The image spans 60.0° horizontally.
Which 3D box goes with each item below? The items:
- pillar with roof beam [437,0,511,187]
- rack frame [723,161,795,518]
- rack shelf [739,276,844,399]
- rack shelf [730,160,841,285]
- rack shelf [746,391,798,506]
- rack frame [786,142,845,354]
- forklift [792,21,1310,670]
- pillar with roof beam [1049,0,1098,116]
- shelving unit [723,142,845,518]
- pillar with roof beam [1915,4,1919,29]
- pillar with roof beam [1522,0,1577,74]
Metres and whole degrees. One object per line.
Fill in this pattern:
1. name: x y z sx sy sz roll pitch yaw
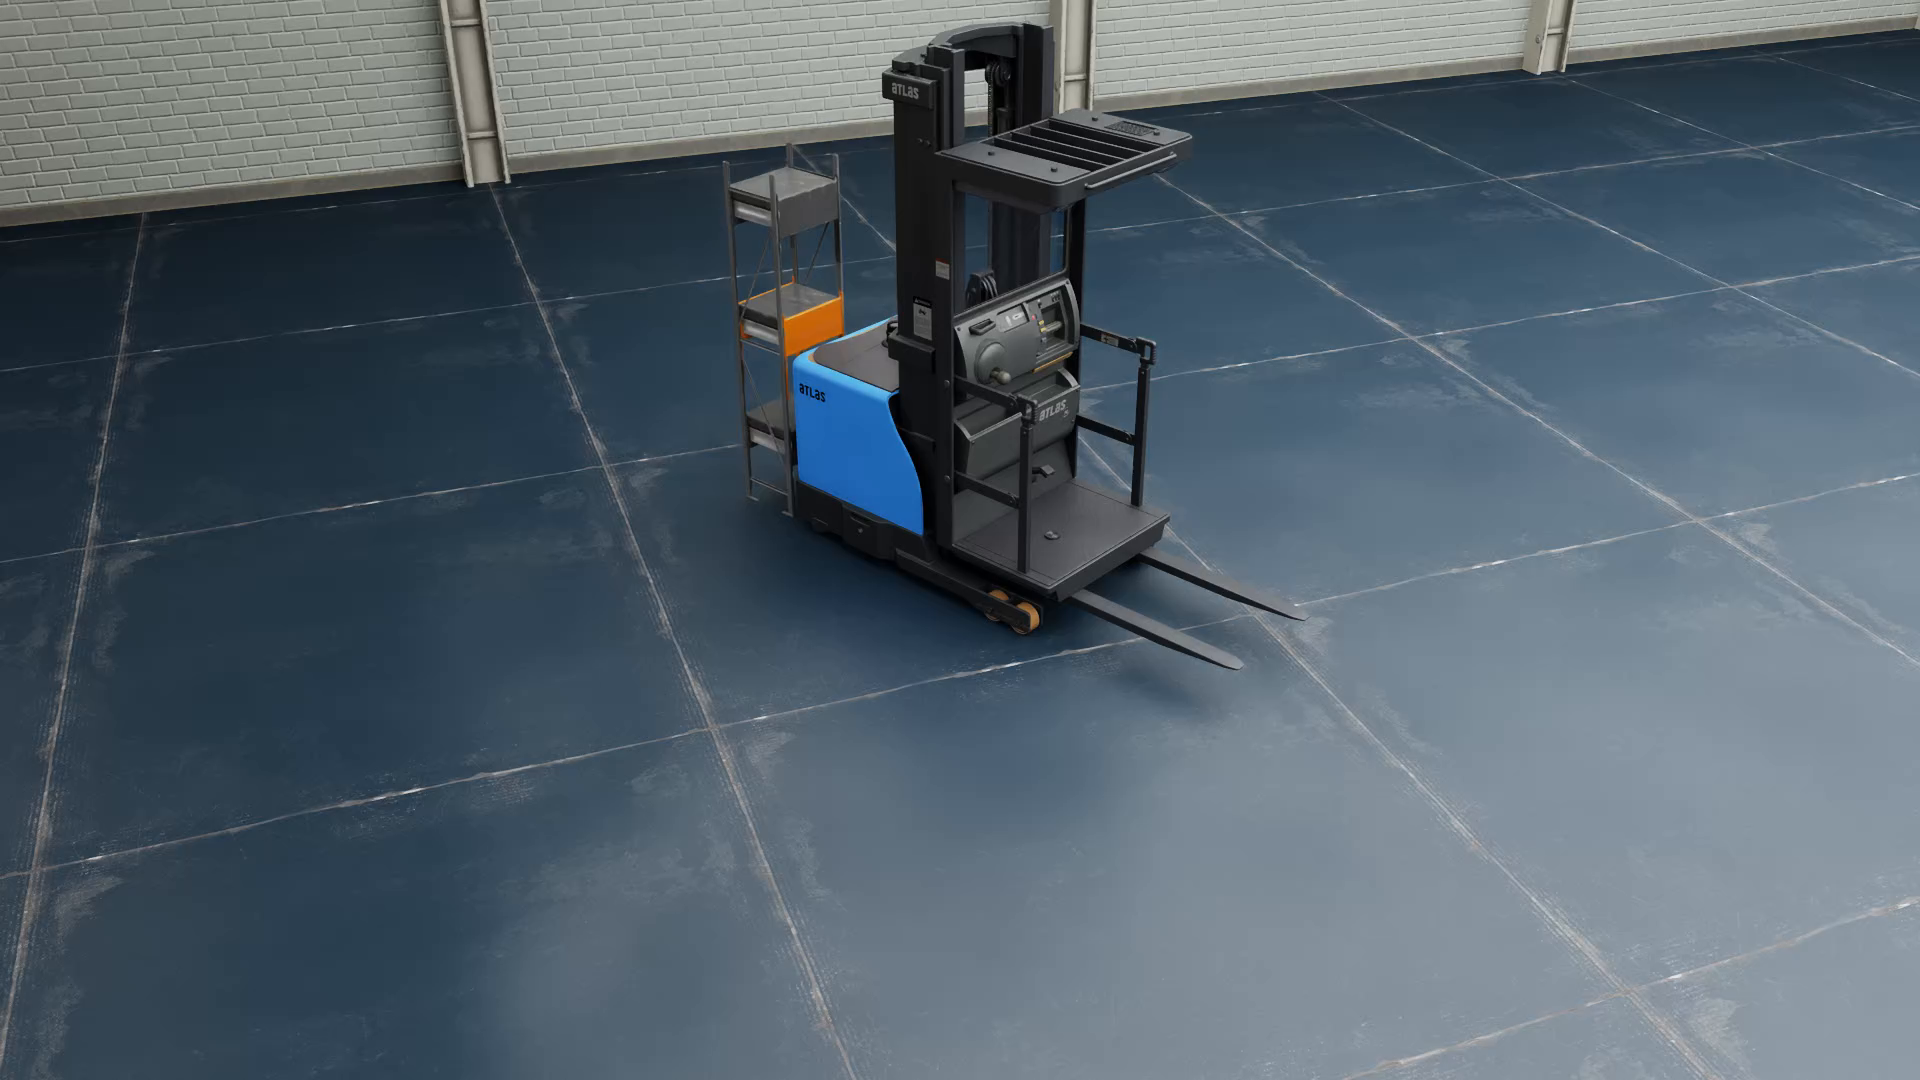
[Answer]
1. pillar with roof beam: -2.965 -5.313 9.985 0.400 9.000 9.100 -10 31 -18
2. rack frame: -1.152 -1.112 9.581 0.400 2.100 0.015 23 37 34
3. rack shelf: -0.994 -1.192 9.749 0.431 0.518 0.480 23 37 34
4. rack shelf: -0.994 -1.801 9.403 0.431 0.518 0.480 23 37 34
5. rack shelf: -0.994 -0.584 10.096 0.431 0.518 0.480 23 37 34
6. rack frame: -0.836 -1.296 9.904 0.400 2.100 0.015 23 37 34
7. forklift: 0.467 -1.066 8.659 3.031 2.935 1.130 24 37 36
8. pillar with roof beam: 2.659 -6.348 11.802 0.400 9.000 9.100 -10 31 -18
9. shelving unit: -0.994 -1.204 9.742 0.431 2.100 0.503 23 37 34
10. pillar with roof beam: 13.906 -8.420 15.438 0.400 9.000 9.100 -10 31 -18
11. pillar with roof beam: 8.282 -7.384 13.620 0.400 9.000 9.100 -10 31 -18
